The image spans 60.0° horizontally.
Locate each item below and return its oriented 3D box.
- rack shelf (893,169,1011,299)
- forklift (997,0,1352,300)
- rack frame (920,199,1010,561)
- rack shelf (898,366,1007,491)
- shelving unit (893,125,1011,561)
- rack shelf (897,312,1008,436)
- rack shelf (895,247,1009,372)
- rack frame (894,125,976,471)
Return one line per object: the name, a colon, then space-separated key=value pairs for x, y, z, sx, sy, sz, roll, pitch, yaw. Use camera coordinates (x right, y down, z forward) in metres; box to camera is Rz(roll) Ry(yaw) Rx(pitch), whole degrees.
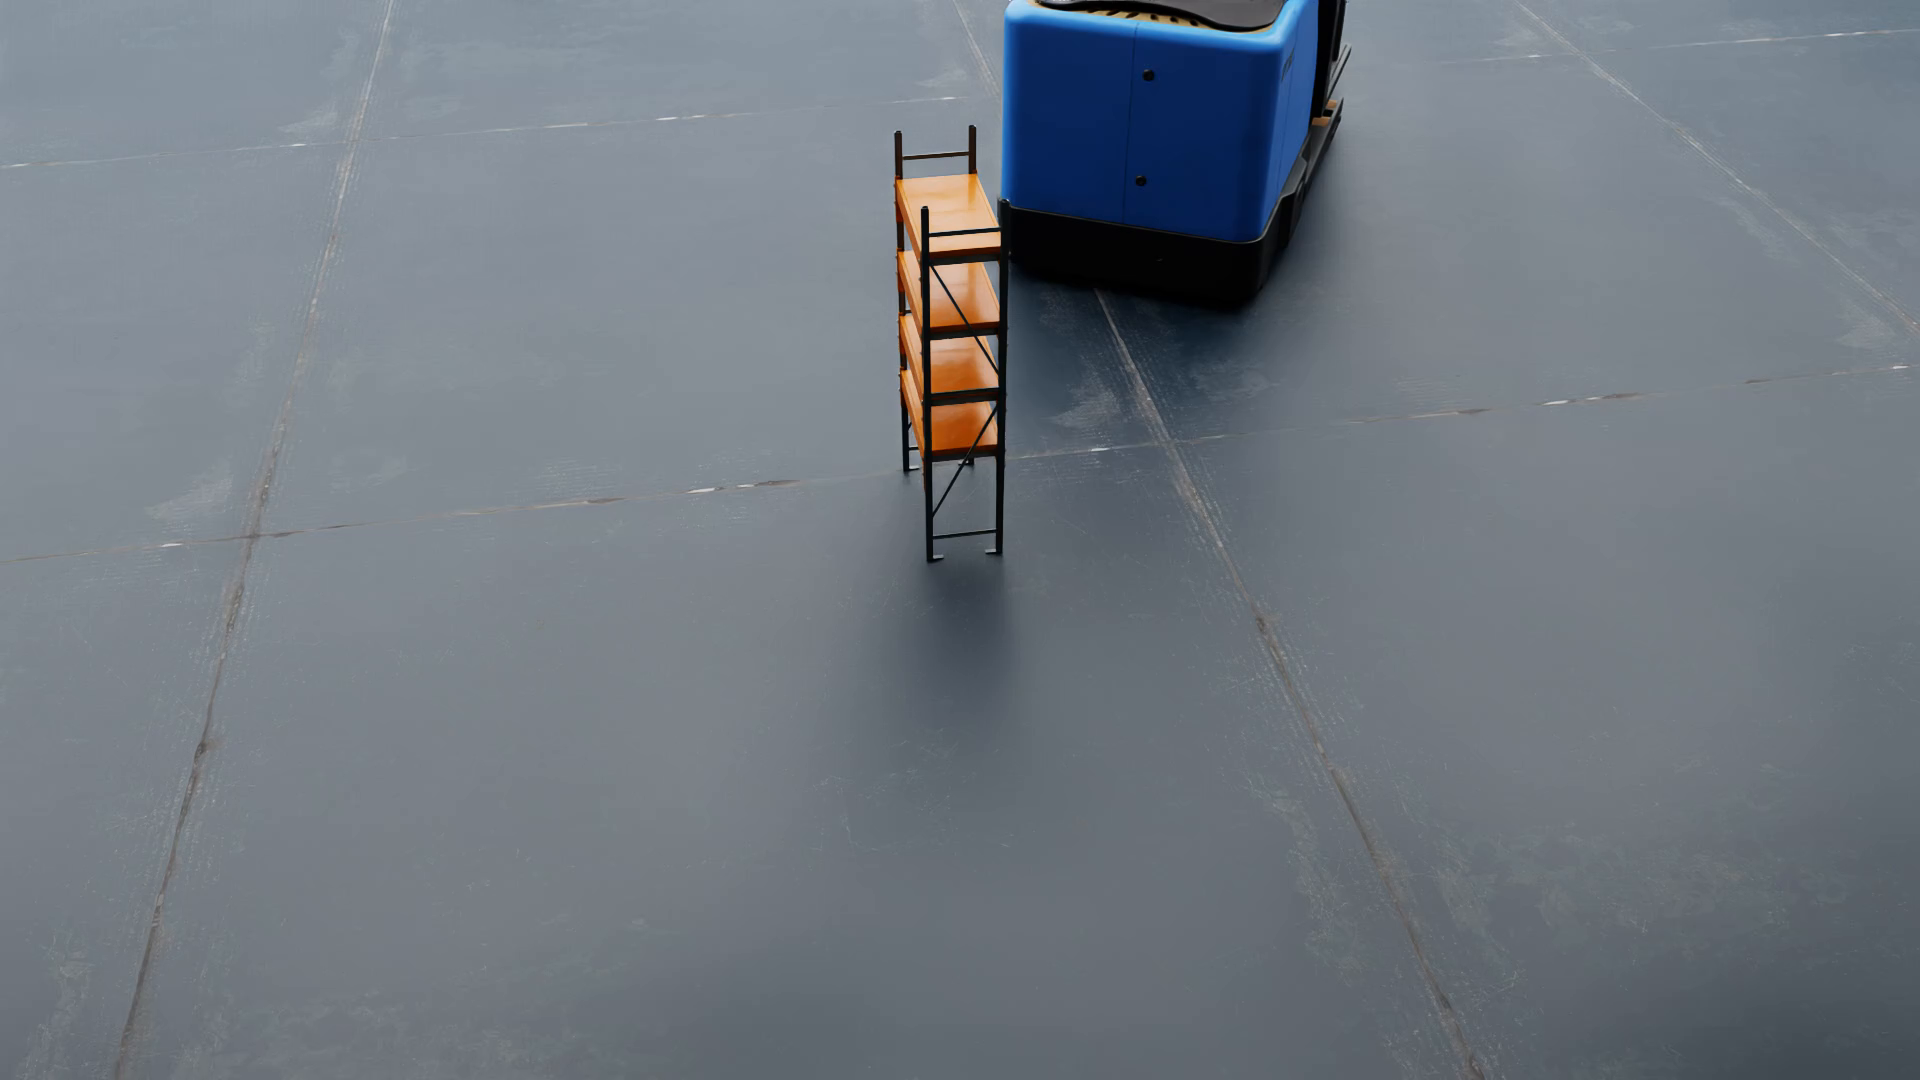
rack shelf: x=-0.029 y=-0.884 z=4.770 sx=0.258 sy=0.148 sz=0.480 roll=-6 pitch=38 yaw=-8
forklift: x=1.117 y=-2.974 z=6.688 sx=1.130 sy=2.935 sz=3.031 roll=12 pitch=39 yaw=15
rack frame: x=0.014 y=-0.426 z=4.821 sx=0.240 sy=1.200 sz=0.015 roll=-6 pitch=38 yaw=-8
rack shelf: x=-0.029 y=-0.364 z=5.174 sx=0.258 sy=0.148 sz=0.480 roll=-6 pitch=38 yaw=-8
shelving unit: x=-0.029 y=-0.574 z=5.011 sx=0.258 sy=1.200 sz=0.503 roll=-6 pitch=38 yaw=-8
rack shelf: x=-0.029 y=-0.521 z=5.052 sx=0.258 sy=0.148 sz=0.480 roll=-6 pitch=38 yaw=-8
rack shelf: x=-0.029 y=-0.697 z=4.915 sx=0.258 sy=0.148 sz=0.480 roll=-6 pitch=38 yaw=-8
rack frame: x=-0.072 y=-0.721 z=5.200 sx=0.240 sy=1.200 sz=0.015 roll=-6 pitch=38 yaw=-8
